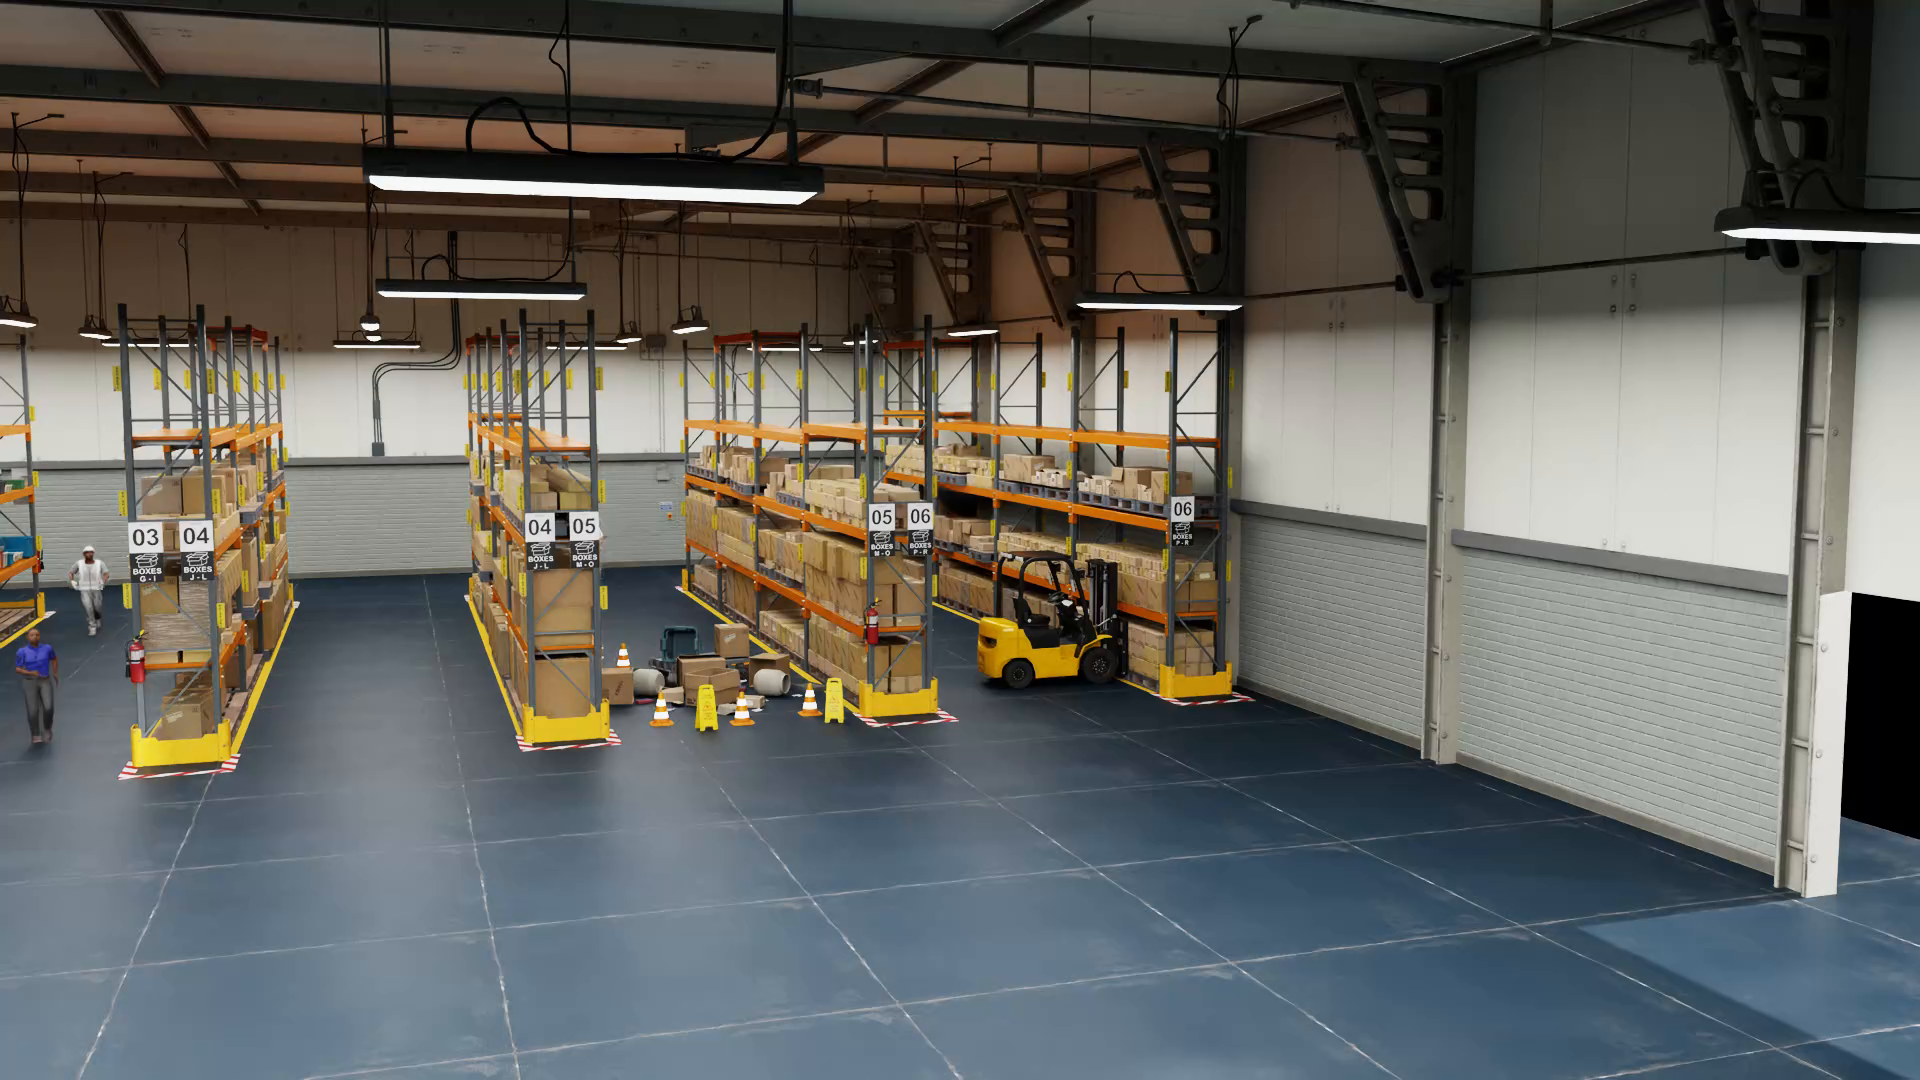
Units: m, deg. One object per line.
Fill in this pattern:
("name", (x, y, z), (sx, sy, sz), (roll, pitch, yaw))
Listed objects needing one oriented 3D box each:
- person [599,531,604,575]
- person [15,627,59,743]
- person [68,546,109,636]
("person", (-9.228, 0.270, 41.317), (0.593, 1.622, 0.546), (5, 7, 41))
("person", (-12.703, 2.009, 22.935), (0.552, 1.620, 0.628), (-4, 7, -35))
("person", (-17.326, 0.995, 33.097), (0.714, 1.750, 0.804), (-3, 6, -30))
